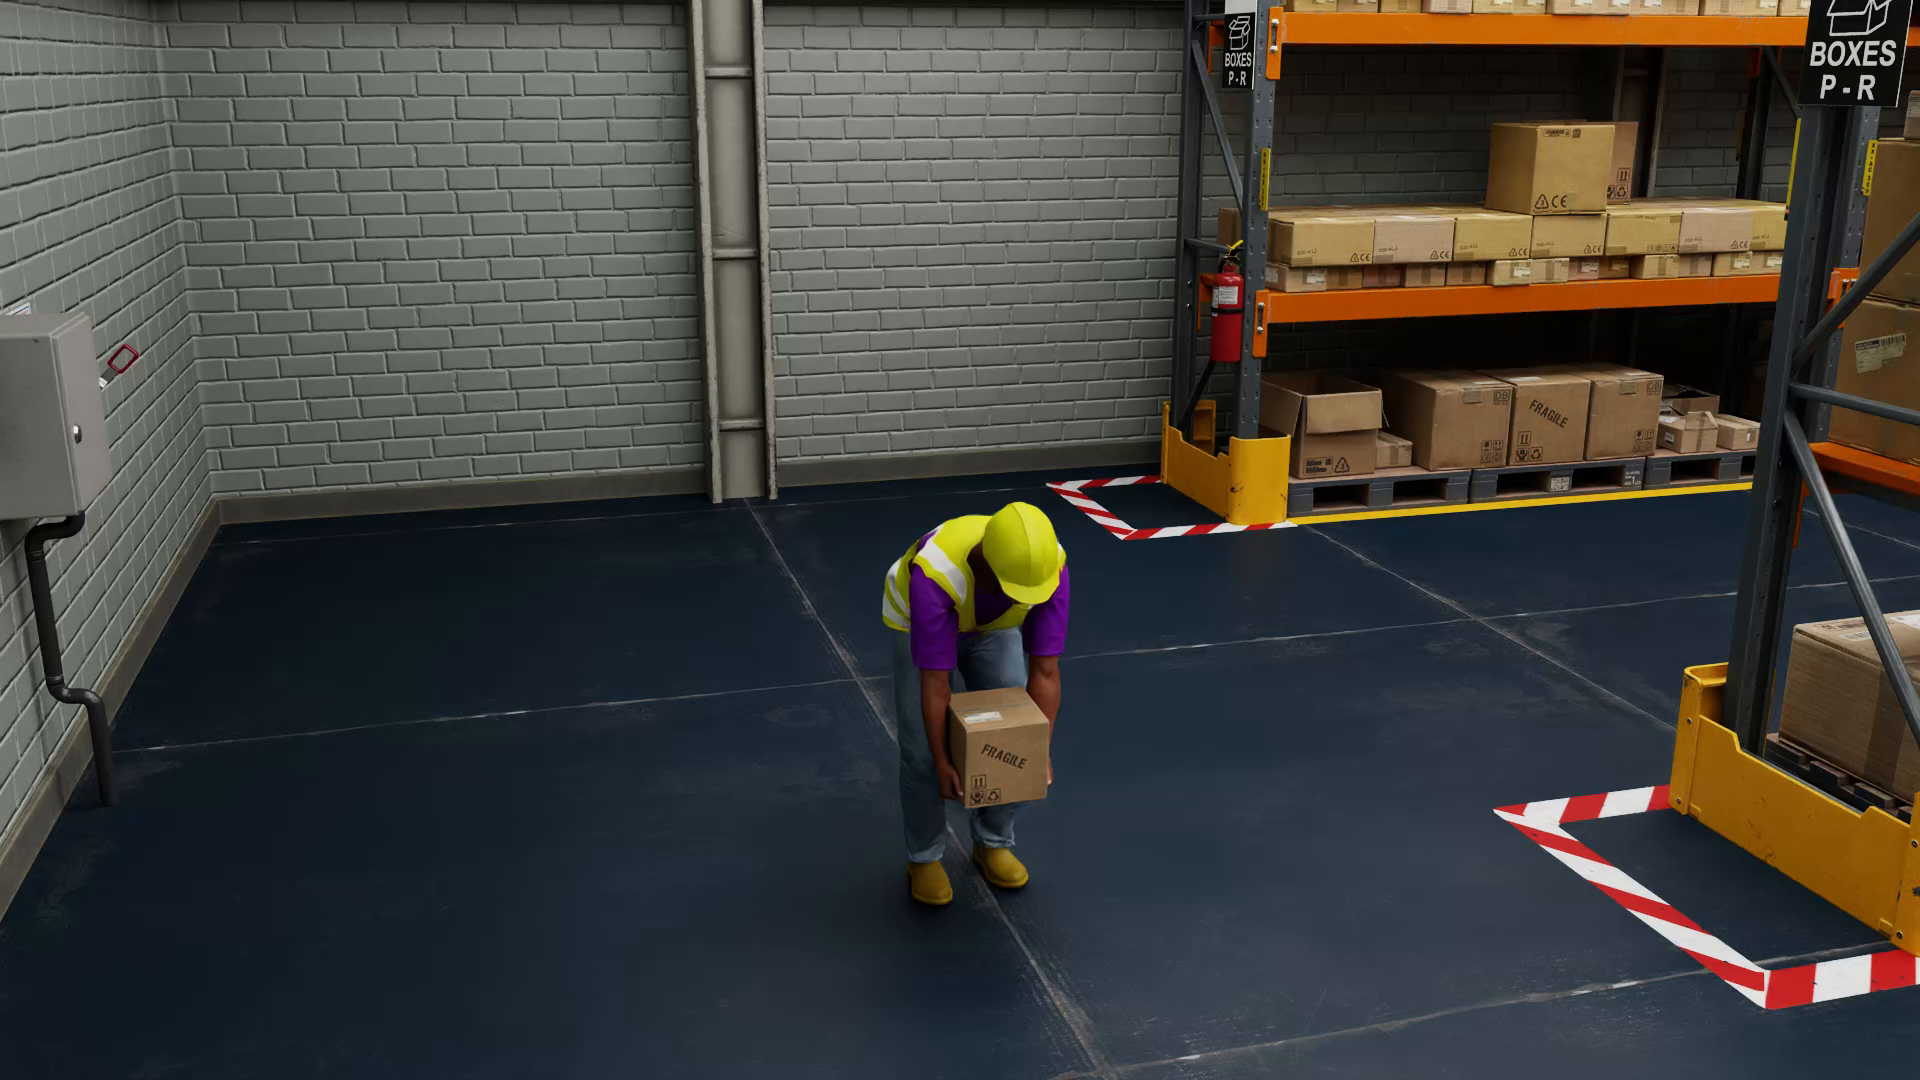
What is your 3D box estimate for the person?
[{"bbox_3d":[0.066,0.476,5.021,0.490,1.376,0.898,-5,17,-17],"label":"person"}]
